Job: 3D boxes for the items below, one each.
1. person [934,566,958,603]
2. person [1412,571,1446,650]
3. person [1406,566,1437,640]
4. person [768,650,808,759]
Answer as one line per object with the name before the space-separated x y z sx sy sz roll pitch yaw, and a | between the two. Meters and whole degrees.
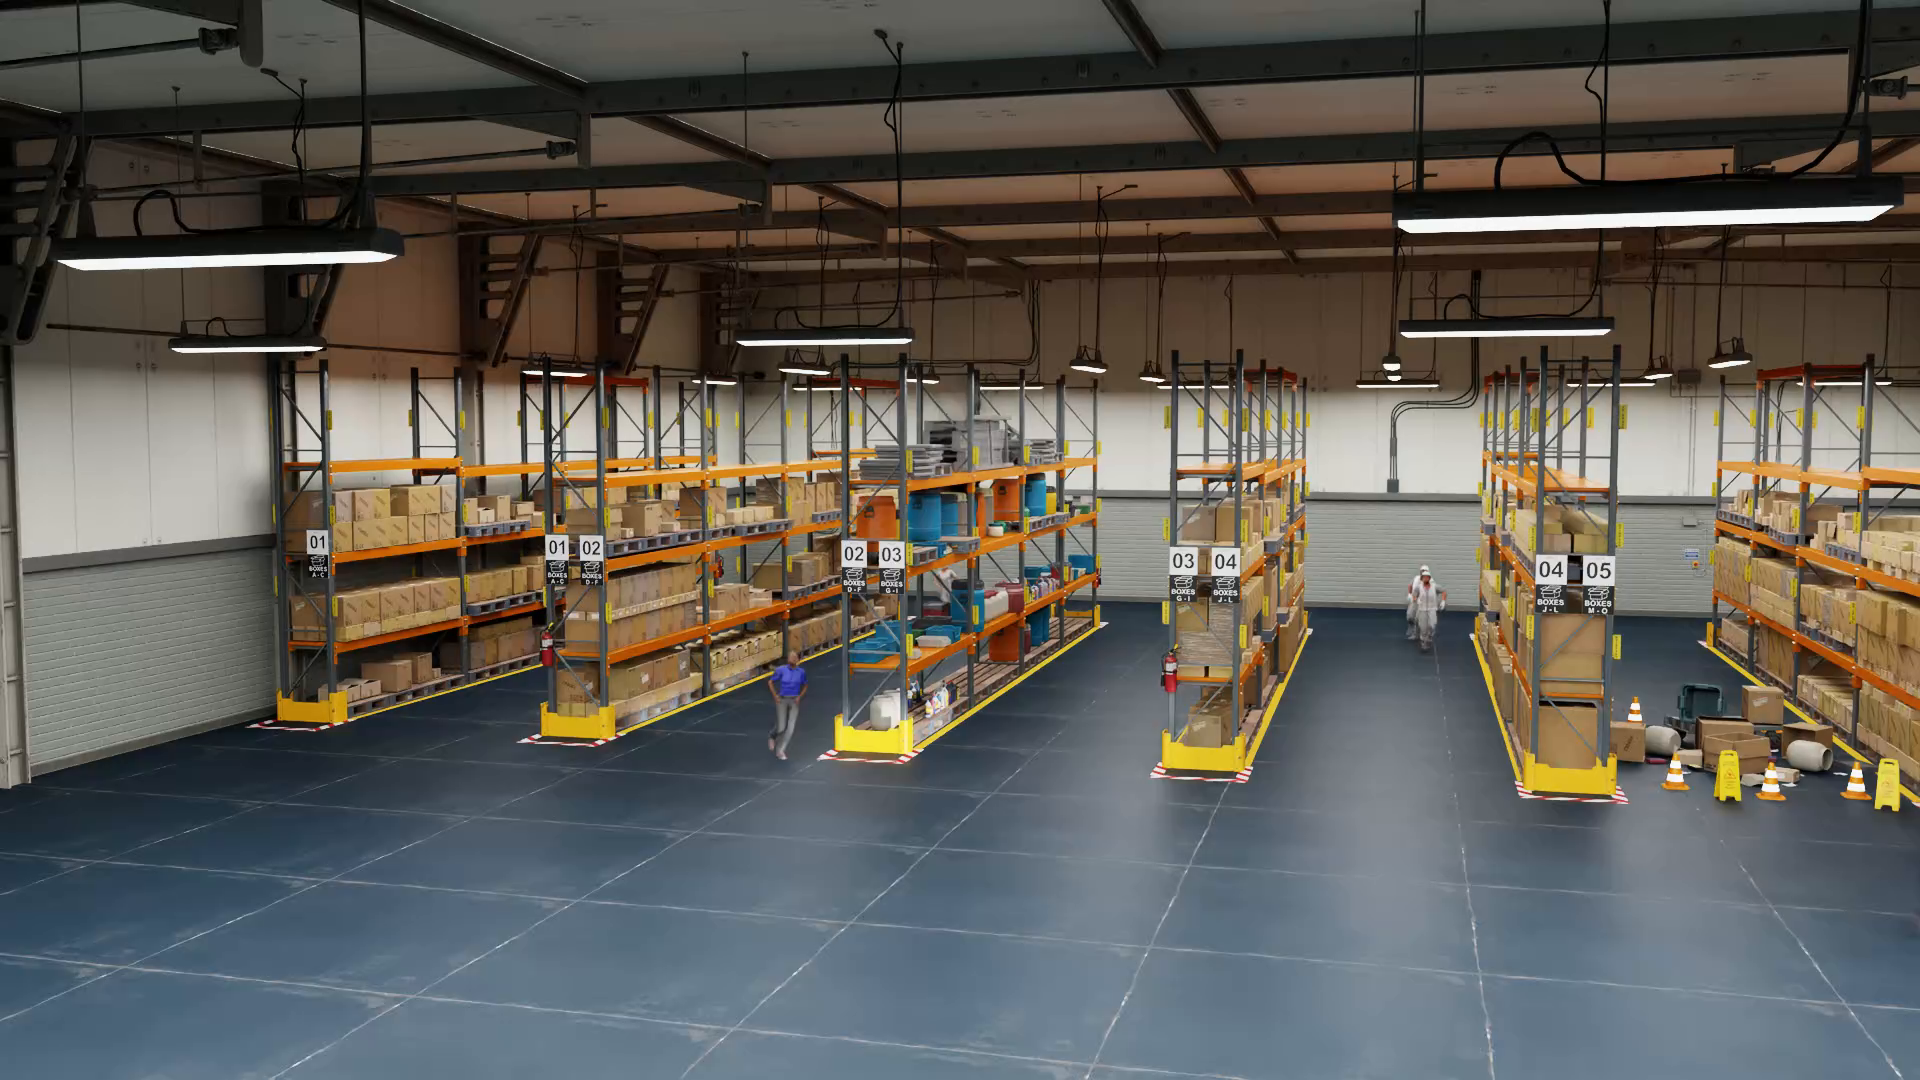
person | -0.342 1.279 40.591 0.600 1.595 0.529 0 4 4
person | 10.075 1.535 35.776 0.675 1.733 0.821 2 4 21
person | 10.416 1.439 37.632 0.737 1.722 0.525 3 5 33
person | -2.549 2.439 24.757 0.587 1.598 0.533 -2 4 -21
